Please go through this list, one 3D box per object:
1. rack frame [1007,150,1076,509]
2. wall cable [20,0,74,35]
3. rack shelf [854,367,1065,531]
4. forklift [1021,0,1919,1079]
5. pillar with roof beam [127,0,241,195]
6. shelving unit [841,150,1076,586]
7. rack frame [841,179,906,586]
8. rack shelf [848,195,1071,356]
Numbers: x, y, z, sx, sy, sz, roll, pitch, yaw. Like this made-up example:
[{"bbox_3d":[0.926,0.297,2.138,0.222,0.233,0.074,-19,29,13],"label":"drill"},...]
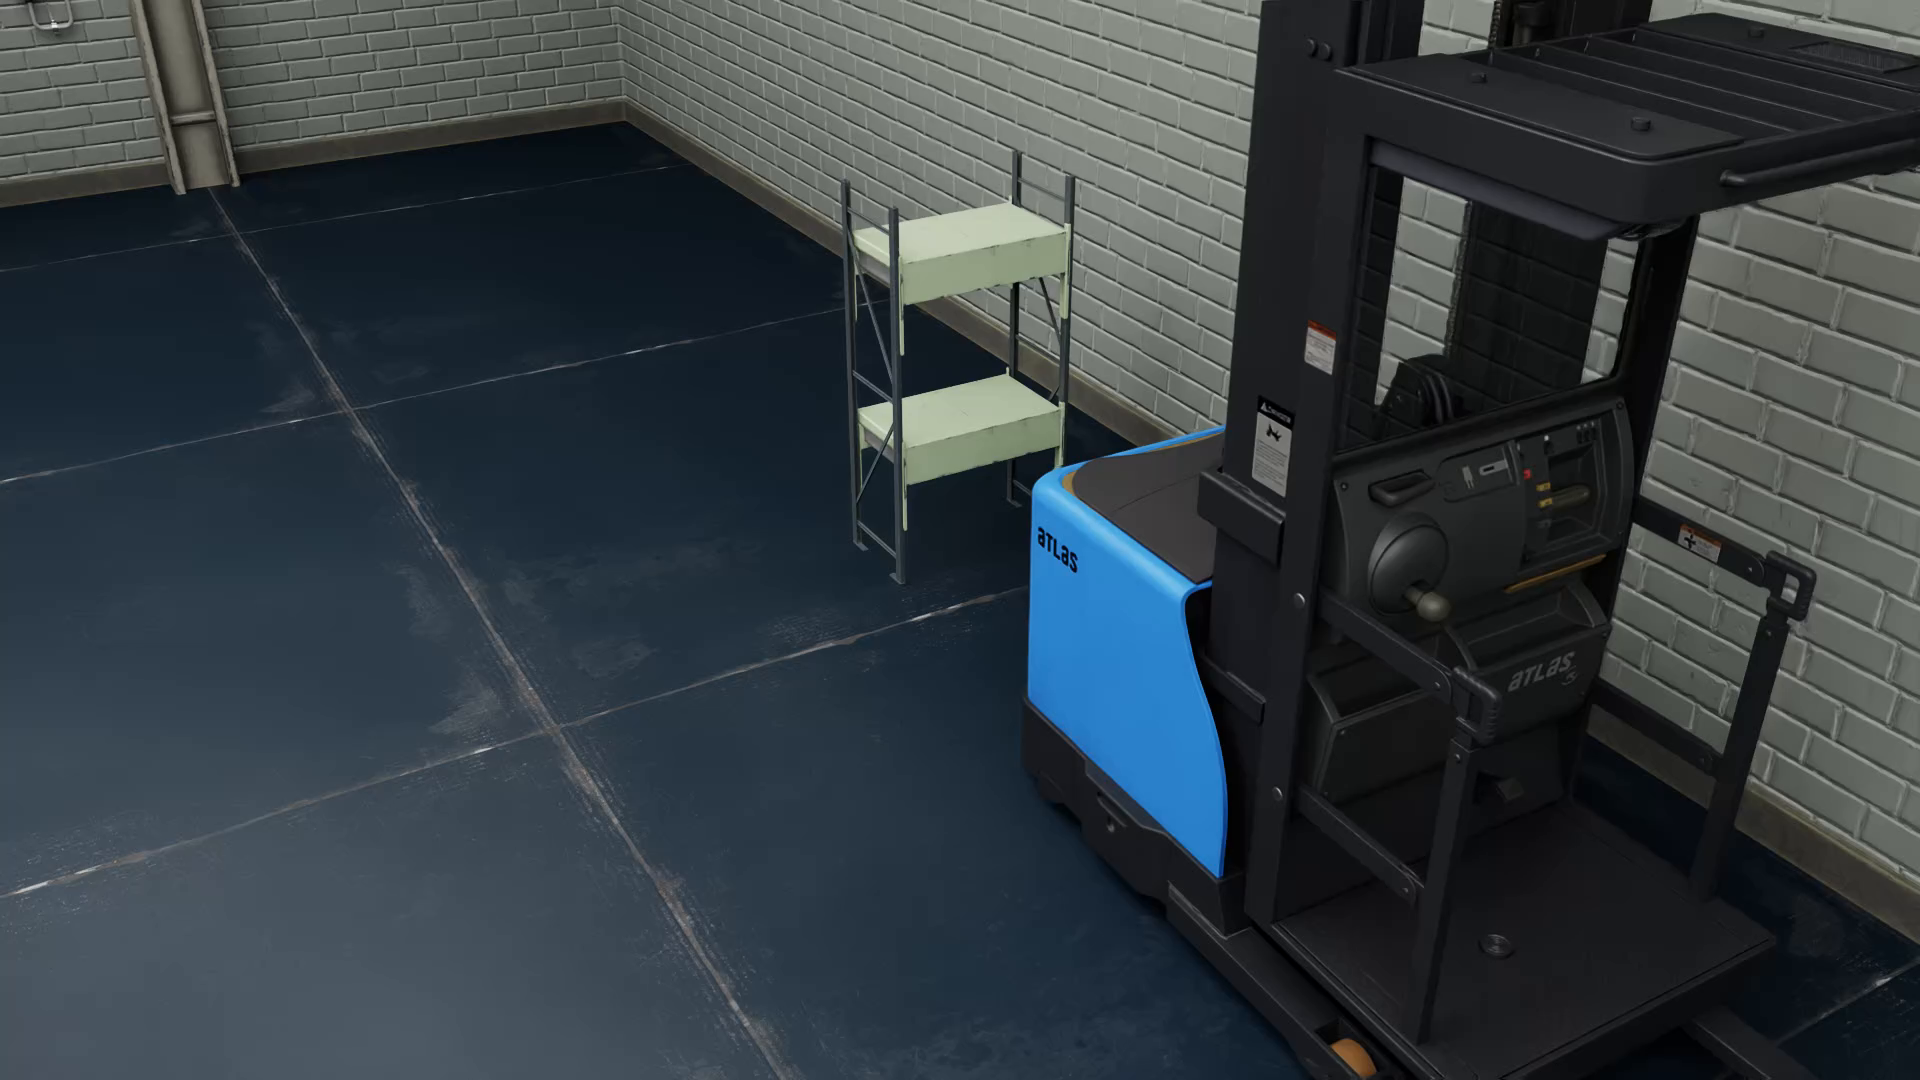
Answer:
[{"bbox_3d":[0.310,-0.745,6.547,0.023,1.500,0.400,-16,33,-26],"label":"rack frame"},{"bbox_3d":[-6.267,-3.804,9.487,1.851,1.984,0.084,-16,33,-26],"label":"wall cable"},{"bbox_3d":[-0.006,-0.370,6.542,0.720,0.370,0.431,-16,33,-26],"label":"rack shelf"},{"bbox_3d":[1.360,-0.034,3.777,1.130,2.935,3.031,-15,32,-26],"label":"forklift"},{"bbox_3d":[-2.821,-4.506,5.602,0.400,9.000,9.100,-16,33,-26],"label":"pillar with roof beam"},{"bbox_3d":[-0.006,-0.655,6.385,0.755,1.500,0.431,-16,33,-26],"label":"shelving unit"},{"bbox_3d":[-0.321,-0.565,6.222,0.023,1.500,0.400,-16,33,-26],"label":"rack frame"},{"bbox_3d":[-0.006,-0.997,6.196,0.720,0.370,0.431,-16,33,-26],"label":"rack shelf"}]
